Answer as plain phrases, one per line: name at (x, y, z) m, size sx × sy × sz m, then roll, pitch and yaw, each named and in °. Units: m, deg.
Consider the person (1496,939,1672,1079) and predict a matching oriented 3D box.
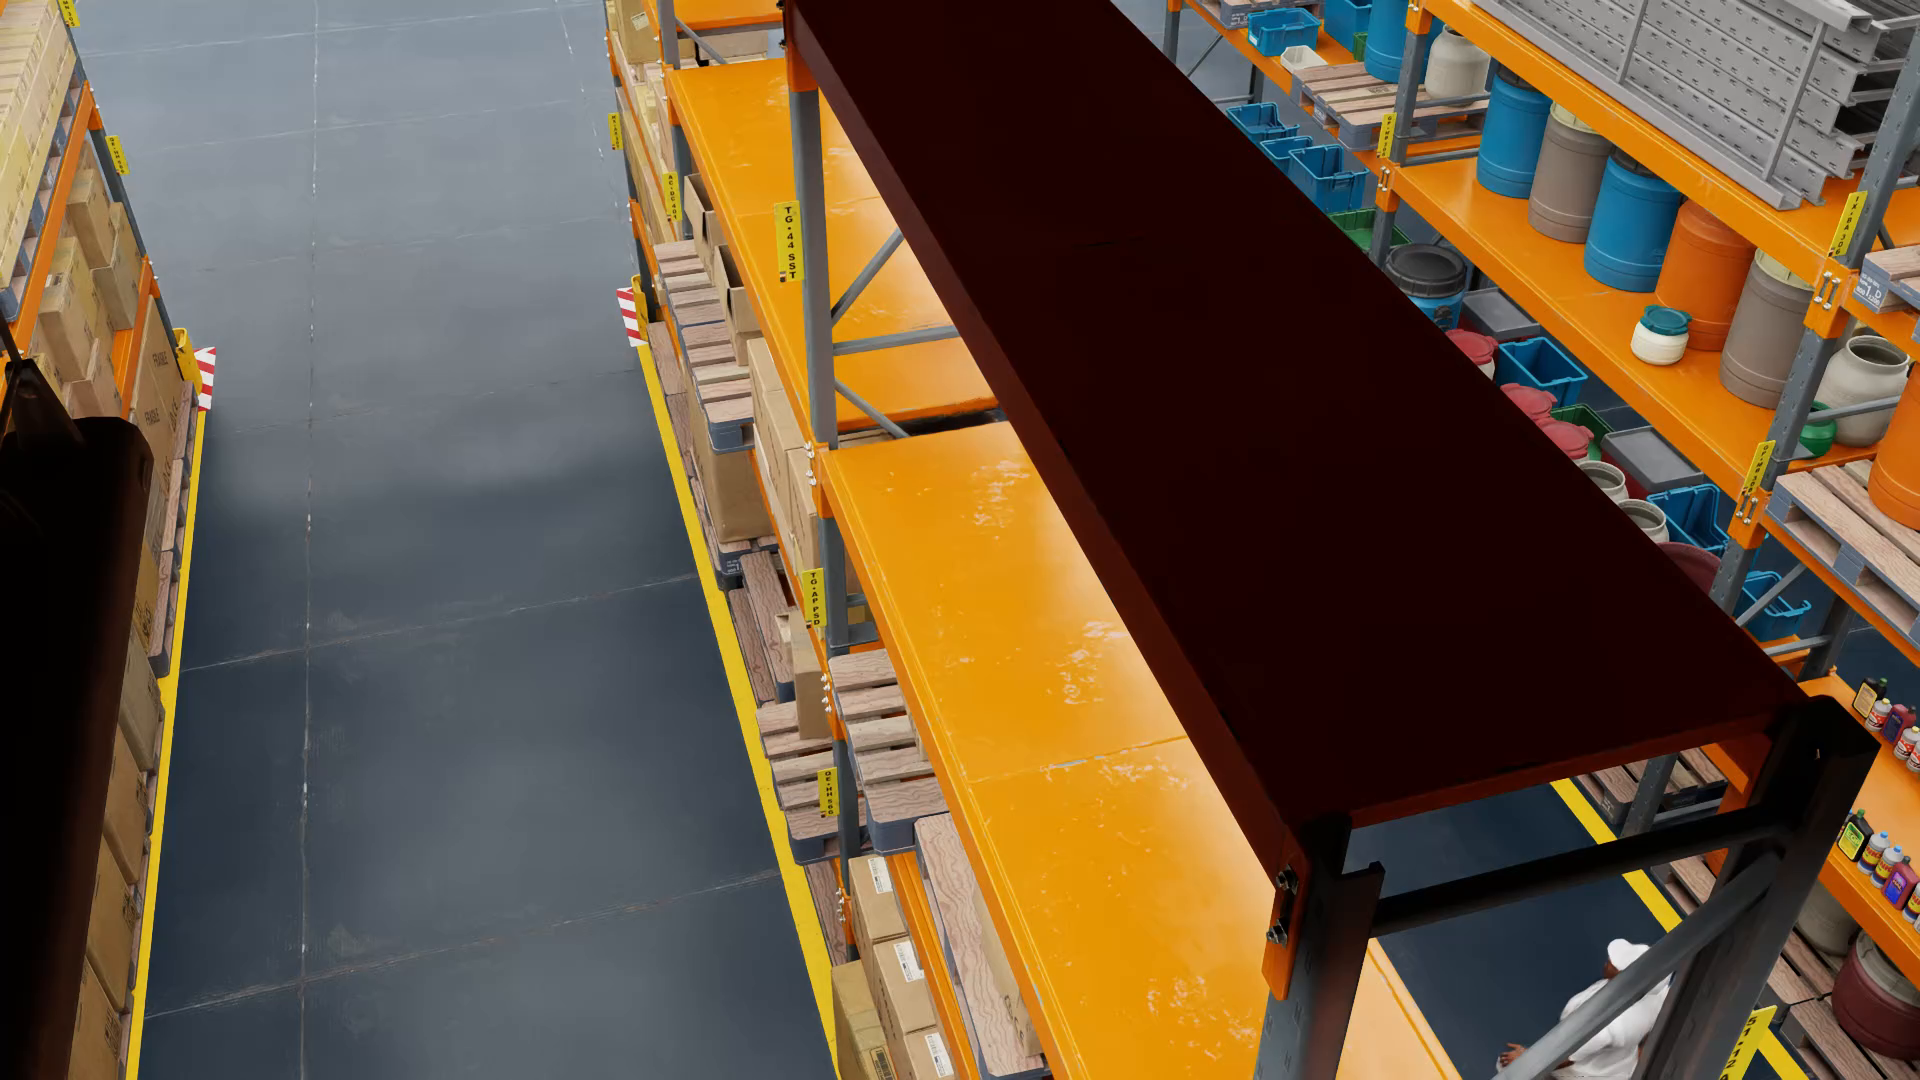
person at (3.019, 2.492, 8.022) m, size 0.725 × 1.721 × 1.079 m, roll -13°, pitch 40°, yaw -16°
